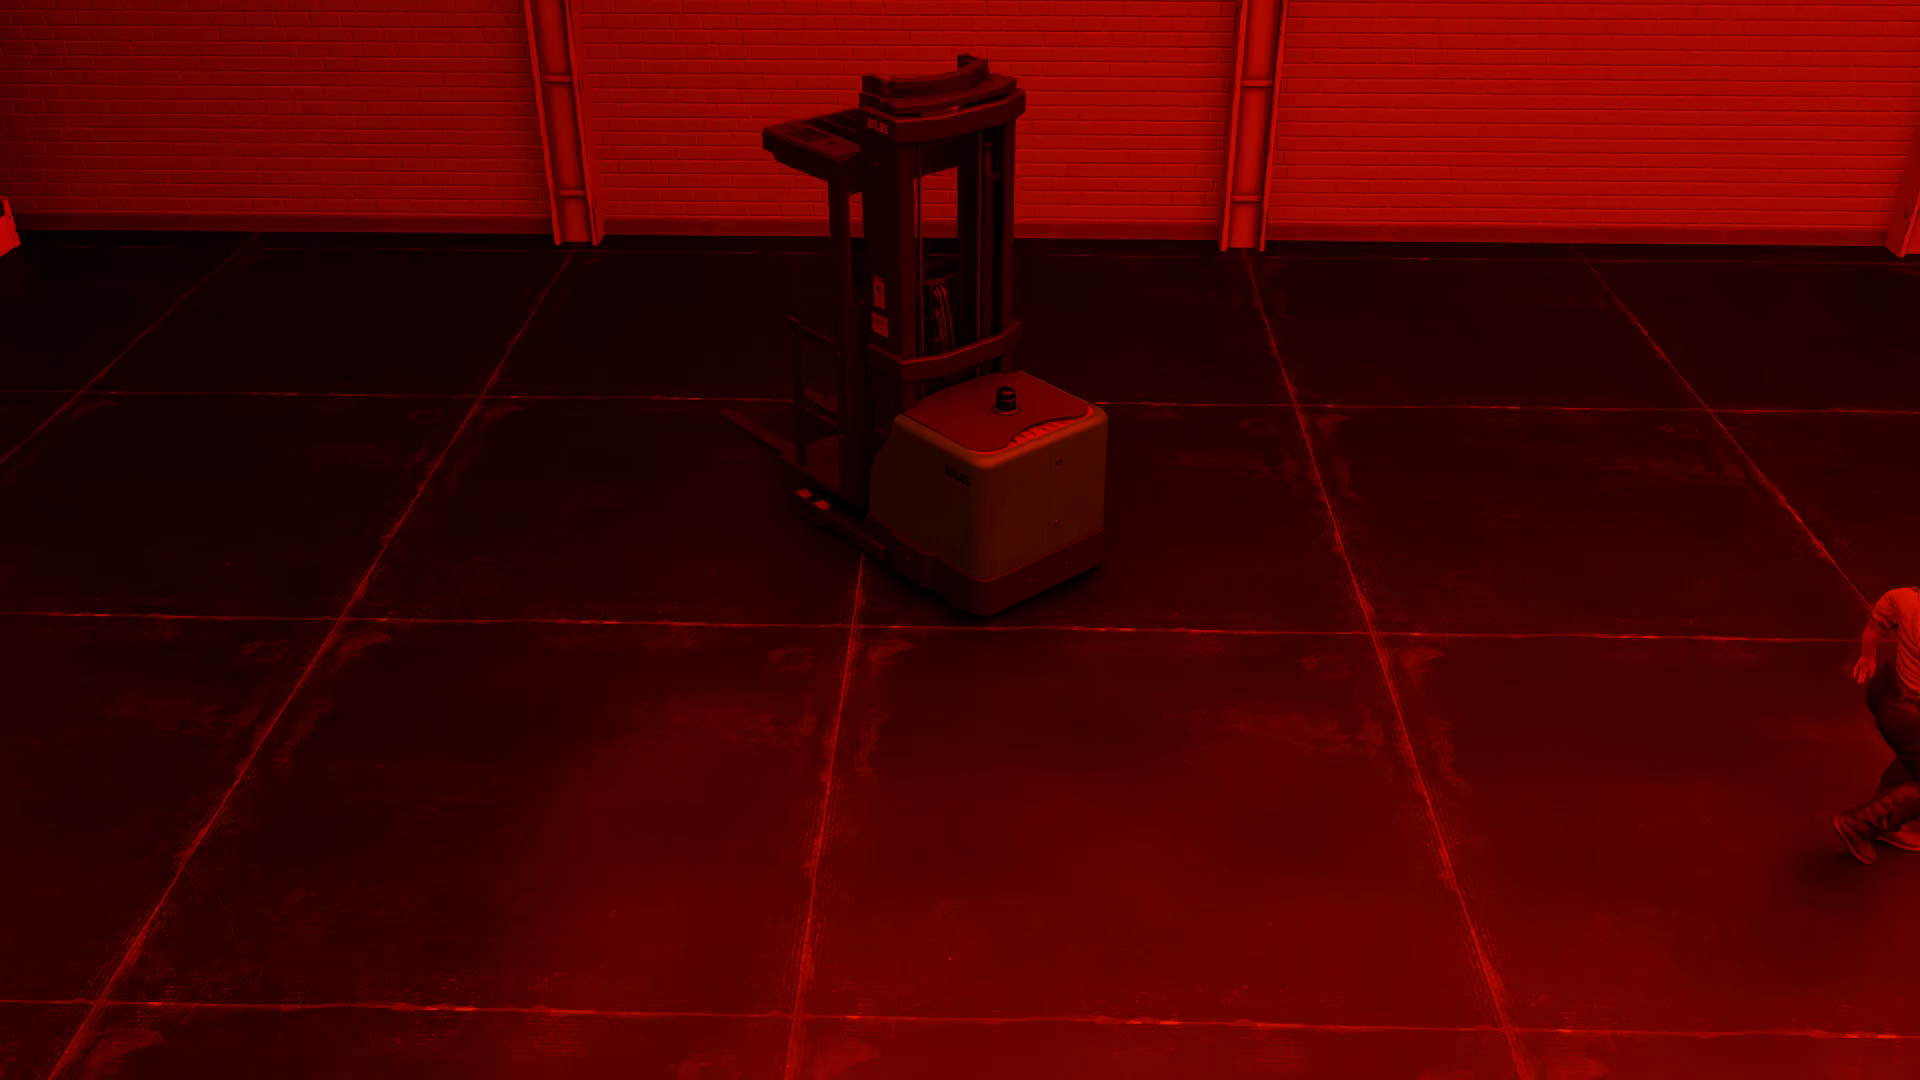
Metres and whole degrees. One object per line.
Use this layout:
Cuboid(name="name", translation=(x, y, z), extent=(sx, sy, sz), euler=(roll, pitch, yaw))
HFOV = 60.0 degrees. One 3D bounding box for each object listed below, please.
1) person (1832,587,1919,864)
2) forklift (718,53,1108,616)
Cuboid(name="person", translation=(4.406, 0.758, 7.661), extent=(0.530, 1.590, 0.667), euler=(6, 31, 9))
Cuboid(name="forklift", translation=(-0.458, -1.497, 10.153), extent=(1.130, 2.935, 3.031), euler=(-23, 38, -34))
